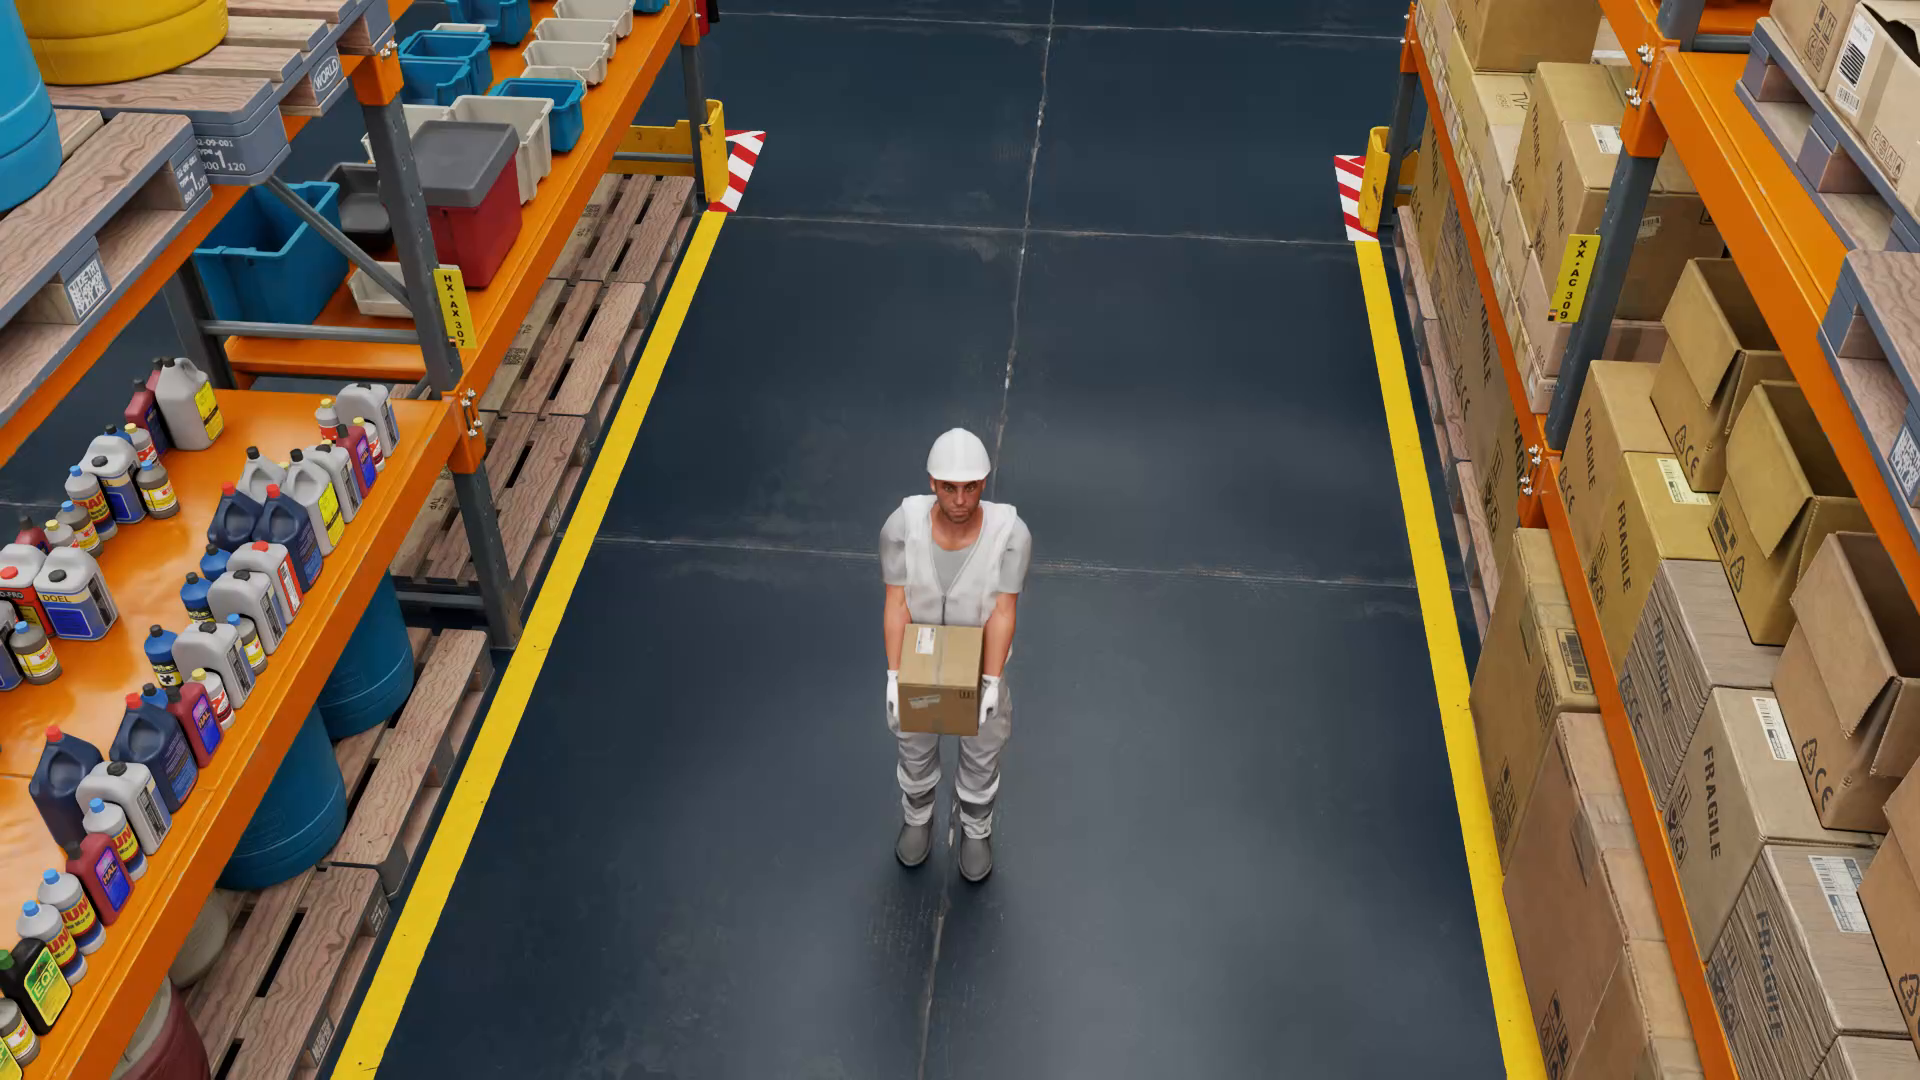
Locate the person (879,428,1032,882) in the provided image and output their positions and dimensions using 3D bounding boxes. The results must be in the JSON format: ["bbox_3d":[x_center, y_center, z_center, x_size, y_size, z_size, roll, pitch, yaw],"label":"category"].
[{"bbox_3d":[-0.028,0.466,5.582,0.494,1.782,0.564,3,40,4],"label":"person"}]
